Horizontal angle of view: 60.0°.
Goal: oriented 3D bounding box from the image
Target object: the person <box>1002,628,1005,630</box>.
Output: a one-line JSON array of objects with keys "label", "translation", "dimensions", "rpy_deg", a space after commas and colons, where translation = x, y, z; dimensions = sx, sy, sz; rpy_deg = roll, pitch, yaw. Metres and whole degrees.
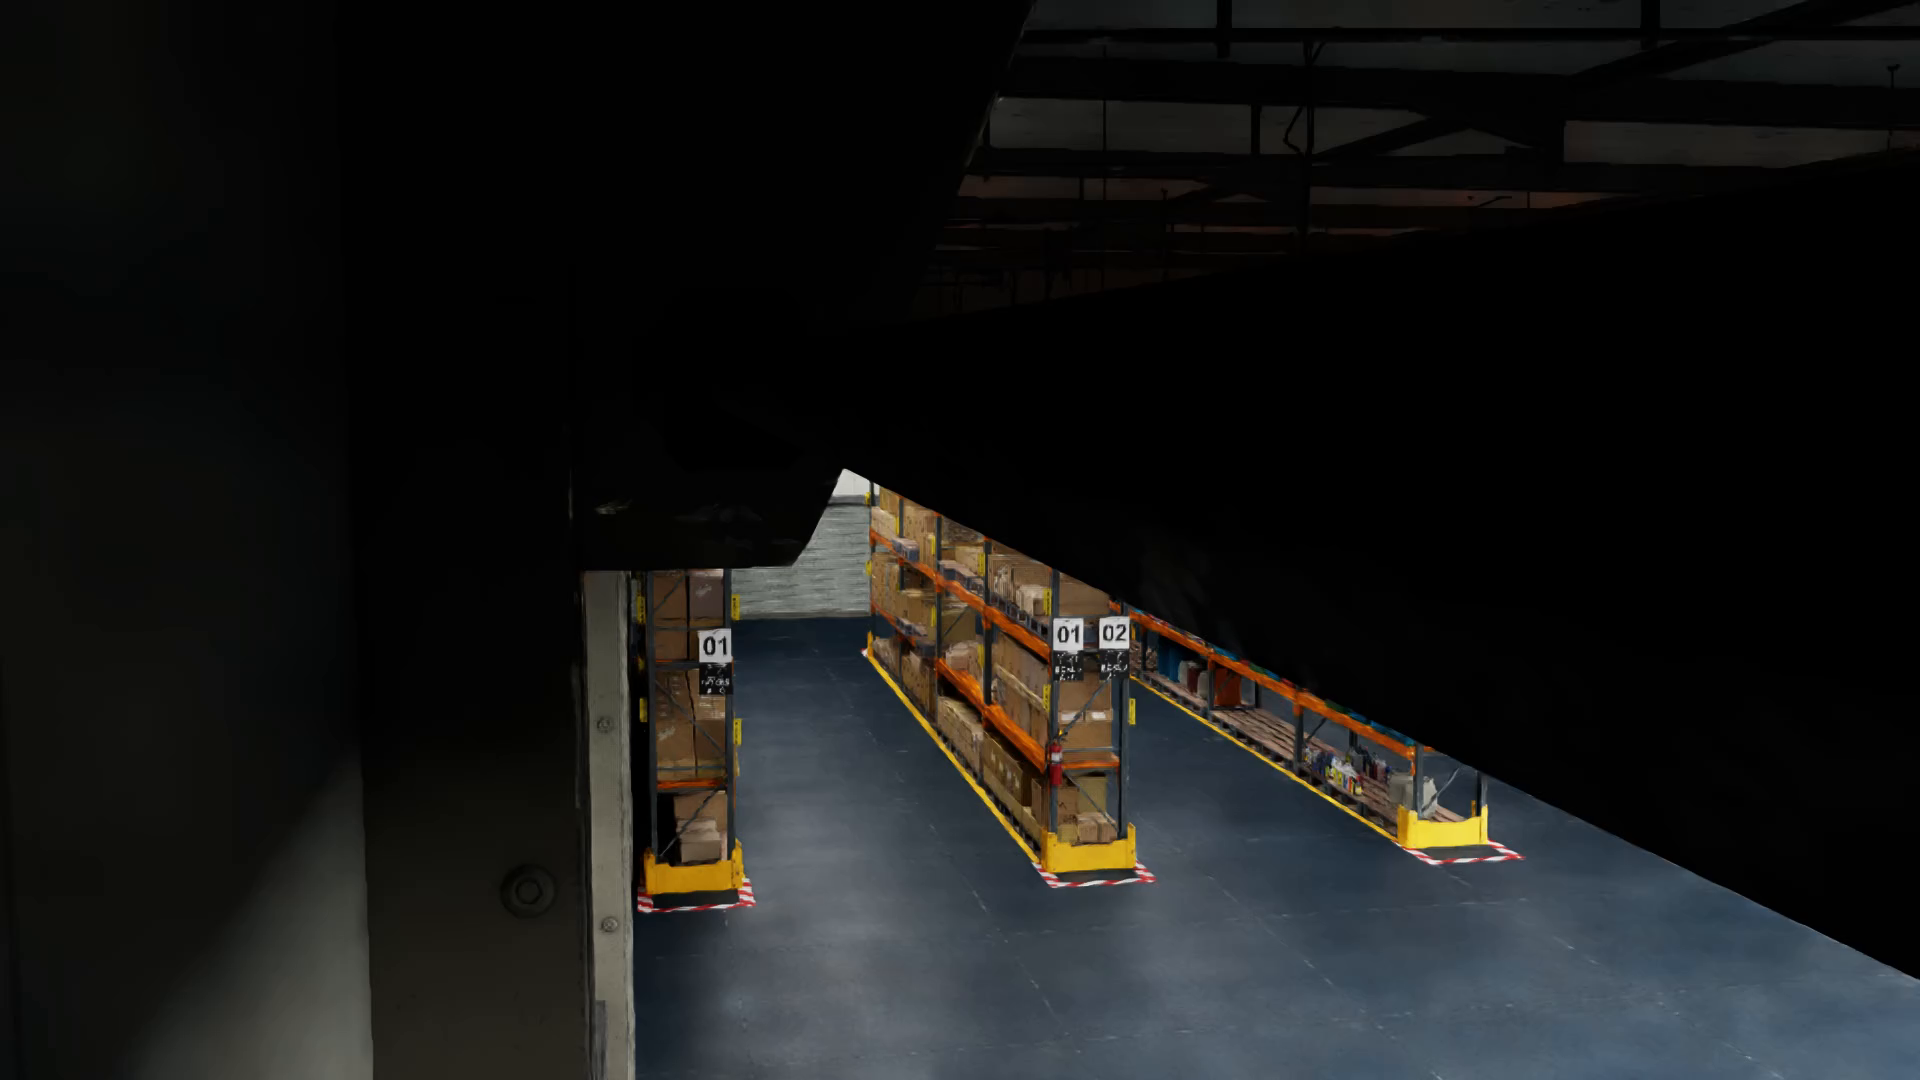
[{"label": "person", "translation": [1.185, 1.873, 34.640], "dimensions": [0.719, 1.713, 0.578], "rpy_deg": [-1, 6, -13]}]
